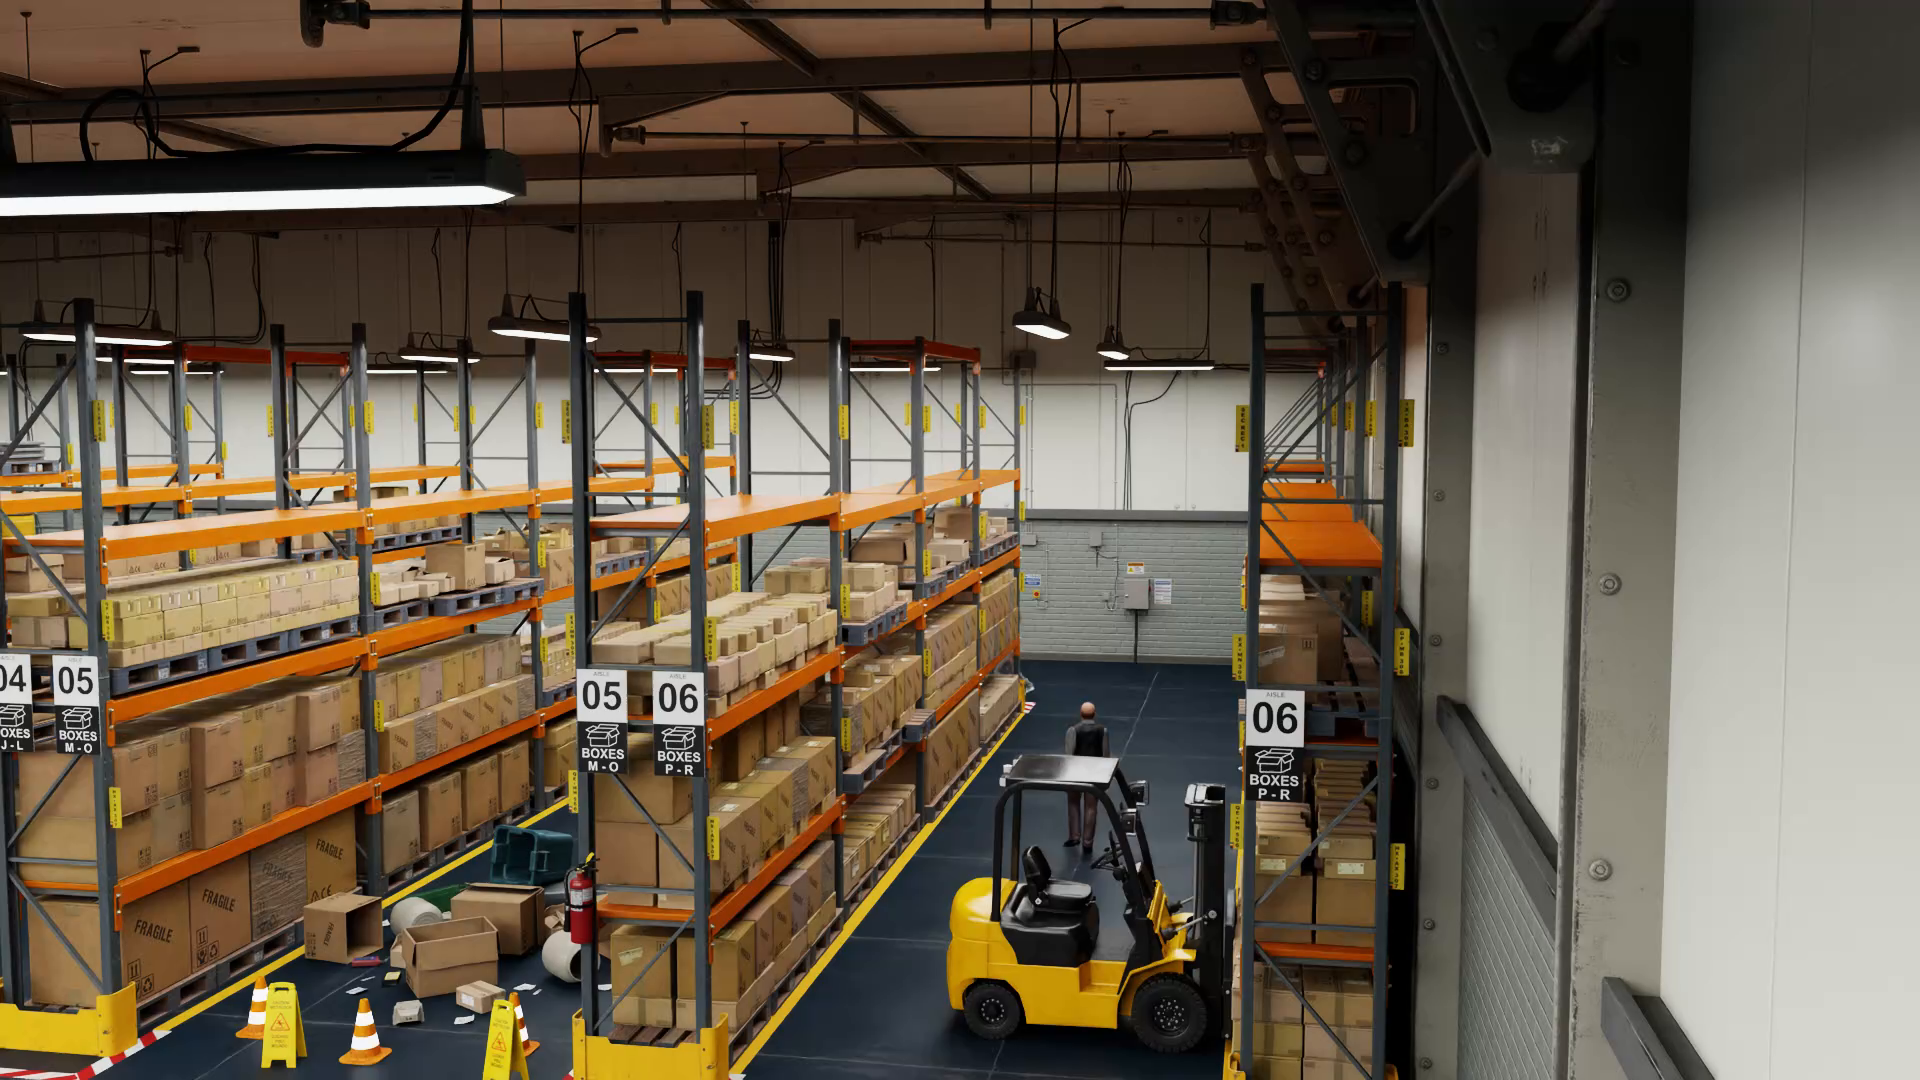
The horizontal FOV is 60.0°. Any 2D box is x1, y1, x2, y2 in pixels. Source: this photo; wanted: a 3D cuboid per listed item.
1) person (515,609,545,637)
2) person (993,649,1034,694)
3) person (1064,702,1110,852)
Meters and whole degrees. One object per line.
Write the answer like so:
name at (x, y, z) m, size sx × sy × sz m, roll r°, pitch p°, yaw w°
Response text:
person at (-7.462, 1.980, 28.804) m, size 0.525 × 1.714 × 1.099 m, roll 1°, pitch 5°, yaw 7°
person at (0.858, 2.016, 29.351) m, size 0.916 × 1.551 × 0.416 m, roll 0°, pitch 5°, yaw 3°
person at (1.480, 2.766, 19.373) m, size 0.551 × 1.747 × 0.624 m, roll 0°, pitch 5°, yaw 0°
